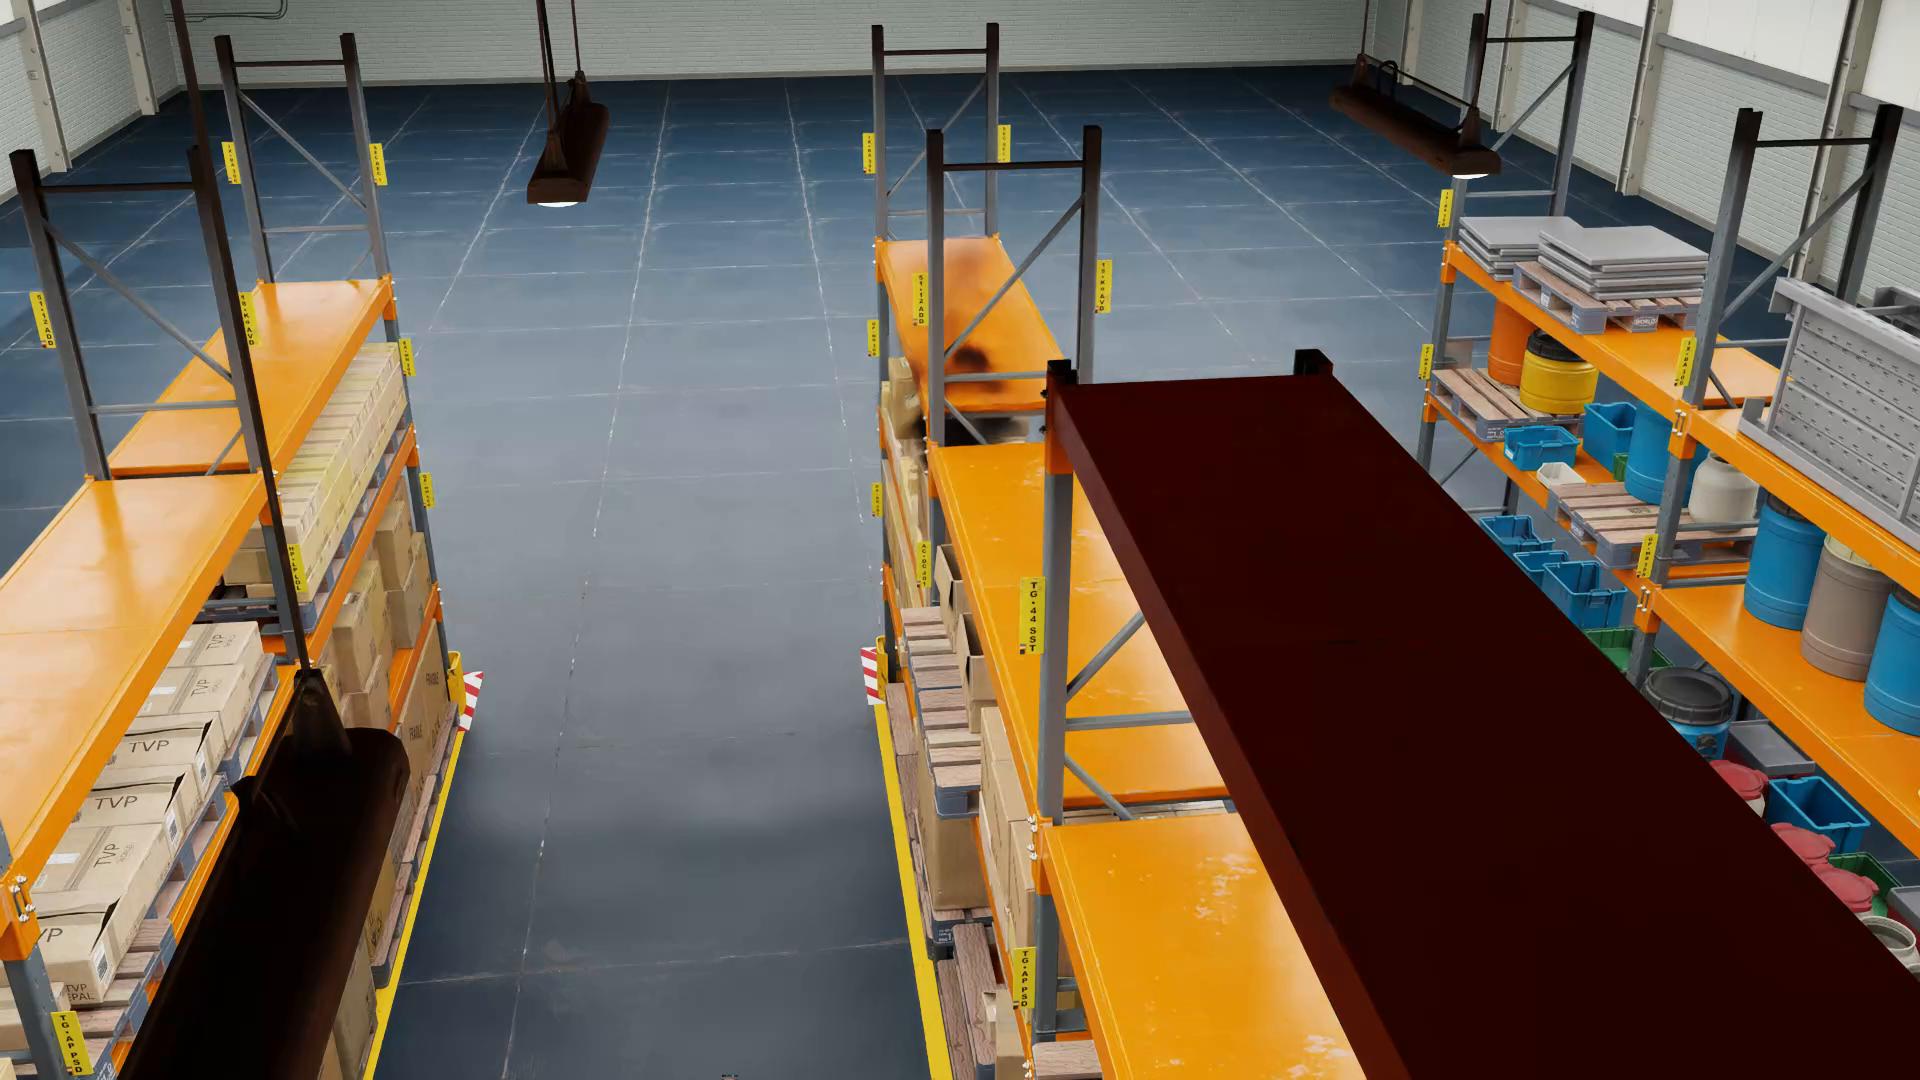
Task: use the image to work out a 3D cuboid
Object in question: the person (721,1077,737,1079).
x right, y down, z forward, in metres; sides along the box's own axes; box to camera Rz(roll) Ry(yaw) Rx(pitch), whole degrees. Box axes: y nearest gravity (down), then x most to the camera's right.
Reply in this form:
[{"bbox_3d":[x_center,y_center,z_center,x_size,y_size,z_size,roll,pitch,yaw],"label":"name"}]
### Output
[{"bbox_3d":[-1.223,3.595,9.096,0.552,1.578,0.851,-6,26,-11],"label":"person"}]
